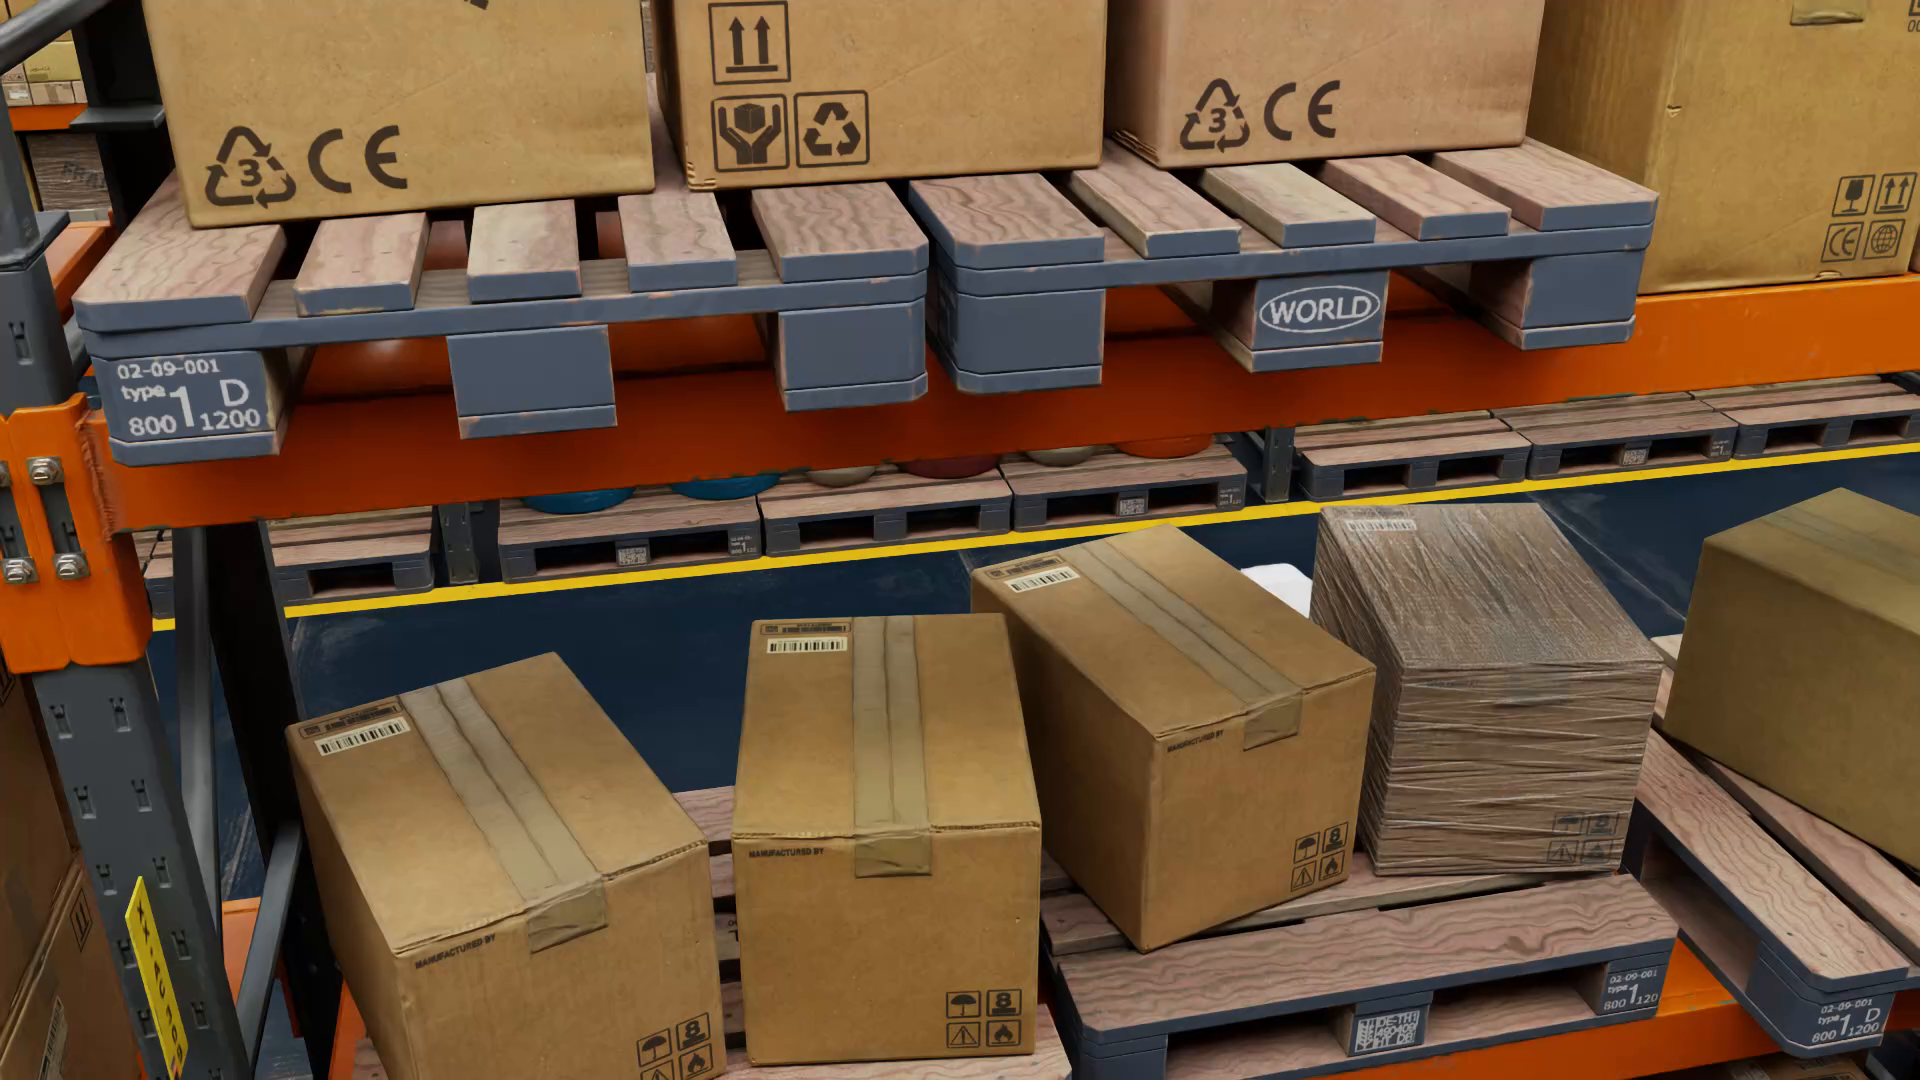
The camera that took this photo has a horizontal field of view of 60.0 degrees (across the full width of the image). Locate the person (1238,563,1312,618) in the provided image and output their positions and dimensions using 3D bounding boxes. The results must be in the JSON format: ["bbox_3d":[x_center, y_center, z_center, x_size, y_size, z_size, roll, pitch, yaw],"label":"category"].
[{"bbox_3d":[1.145,0.641,5.730,0.533,0.956,0.949,-7,27,-14],"label":"person"}]
